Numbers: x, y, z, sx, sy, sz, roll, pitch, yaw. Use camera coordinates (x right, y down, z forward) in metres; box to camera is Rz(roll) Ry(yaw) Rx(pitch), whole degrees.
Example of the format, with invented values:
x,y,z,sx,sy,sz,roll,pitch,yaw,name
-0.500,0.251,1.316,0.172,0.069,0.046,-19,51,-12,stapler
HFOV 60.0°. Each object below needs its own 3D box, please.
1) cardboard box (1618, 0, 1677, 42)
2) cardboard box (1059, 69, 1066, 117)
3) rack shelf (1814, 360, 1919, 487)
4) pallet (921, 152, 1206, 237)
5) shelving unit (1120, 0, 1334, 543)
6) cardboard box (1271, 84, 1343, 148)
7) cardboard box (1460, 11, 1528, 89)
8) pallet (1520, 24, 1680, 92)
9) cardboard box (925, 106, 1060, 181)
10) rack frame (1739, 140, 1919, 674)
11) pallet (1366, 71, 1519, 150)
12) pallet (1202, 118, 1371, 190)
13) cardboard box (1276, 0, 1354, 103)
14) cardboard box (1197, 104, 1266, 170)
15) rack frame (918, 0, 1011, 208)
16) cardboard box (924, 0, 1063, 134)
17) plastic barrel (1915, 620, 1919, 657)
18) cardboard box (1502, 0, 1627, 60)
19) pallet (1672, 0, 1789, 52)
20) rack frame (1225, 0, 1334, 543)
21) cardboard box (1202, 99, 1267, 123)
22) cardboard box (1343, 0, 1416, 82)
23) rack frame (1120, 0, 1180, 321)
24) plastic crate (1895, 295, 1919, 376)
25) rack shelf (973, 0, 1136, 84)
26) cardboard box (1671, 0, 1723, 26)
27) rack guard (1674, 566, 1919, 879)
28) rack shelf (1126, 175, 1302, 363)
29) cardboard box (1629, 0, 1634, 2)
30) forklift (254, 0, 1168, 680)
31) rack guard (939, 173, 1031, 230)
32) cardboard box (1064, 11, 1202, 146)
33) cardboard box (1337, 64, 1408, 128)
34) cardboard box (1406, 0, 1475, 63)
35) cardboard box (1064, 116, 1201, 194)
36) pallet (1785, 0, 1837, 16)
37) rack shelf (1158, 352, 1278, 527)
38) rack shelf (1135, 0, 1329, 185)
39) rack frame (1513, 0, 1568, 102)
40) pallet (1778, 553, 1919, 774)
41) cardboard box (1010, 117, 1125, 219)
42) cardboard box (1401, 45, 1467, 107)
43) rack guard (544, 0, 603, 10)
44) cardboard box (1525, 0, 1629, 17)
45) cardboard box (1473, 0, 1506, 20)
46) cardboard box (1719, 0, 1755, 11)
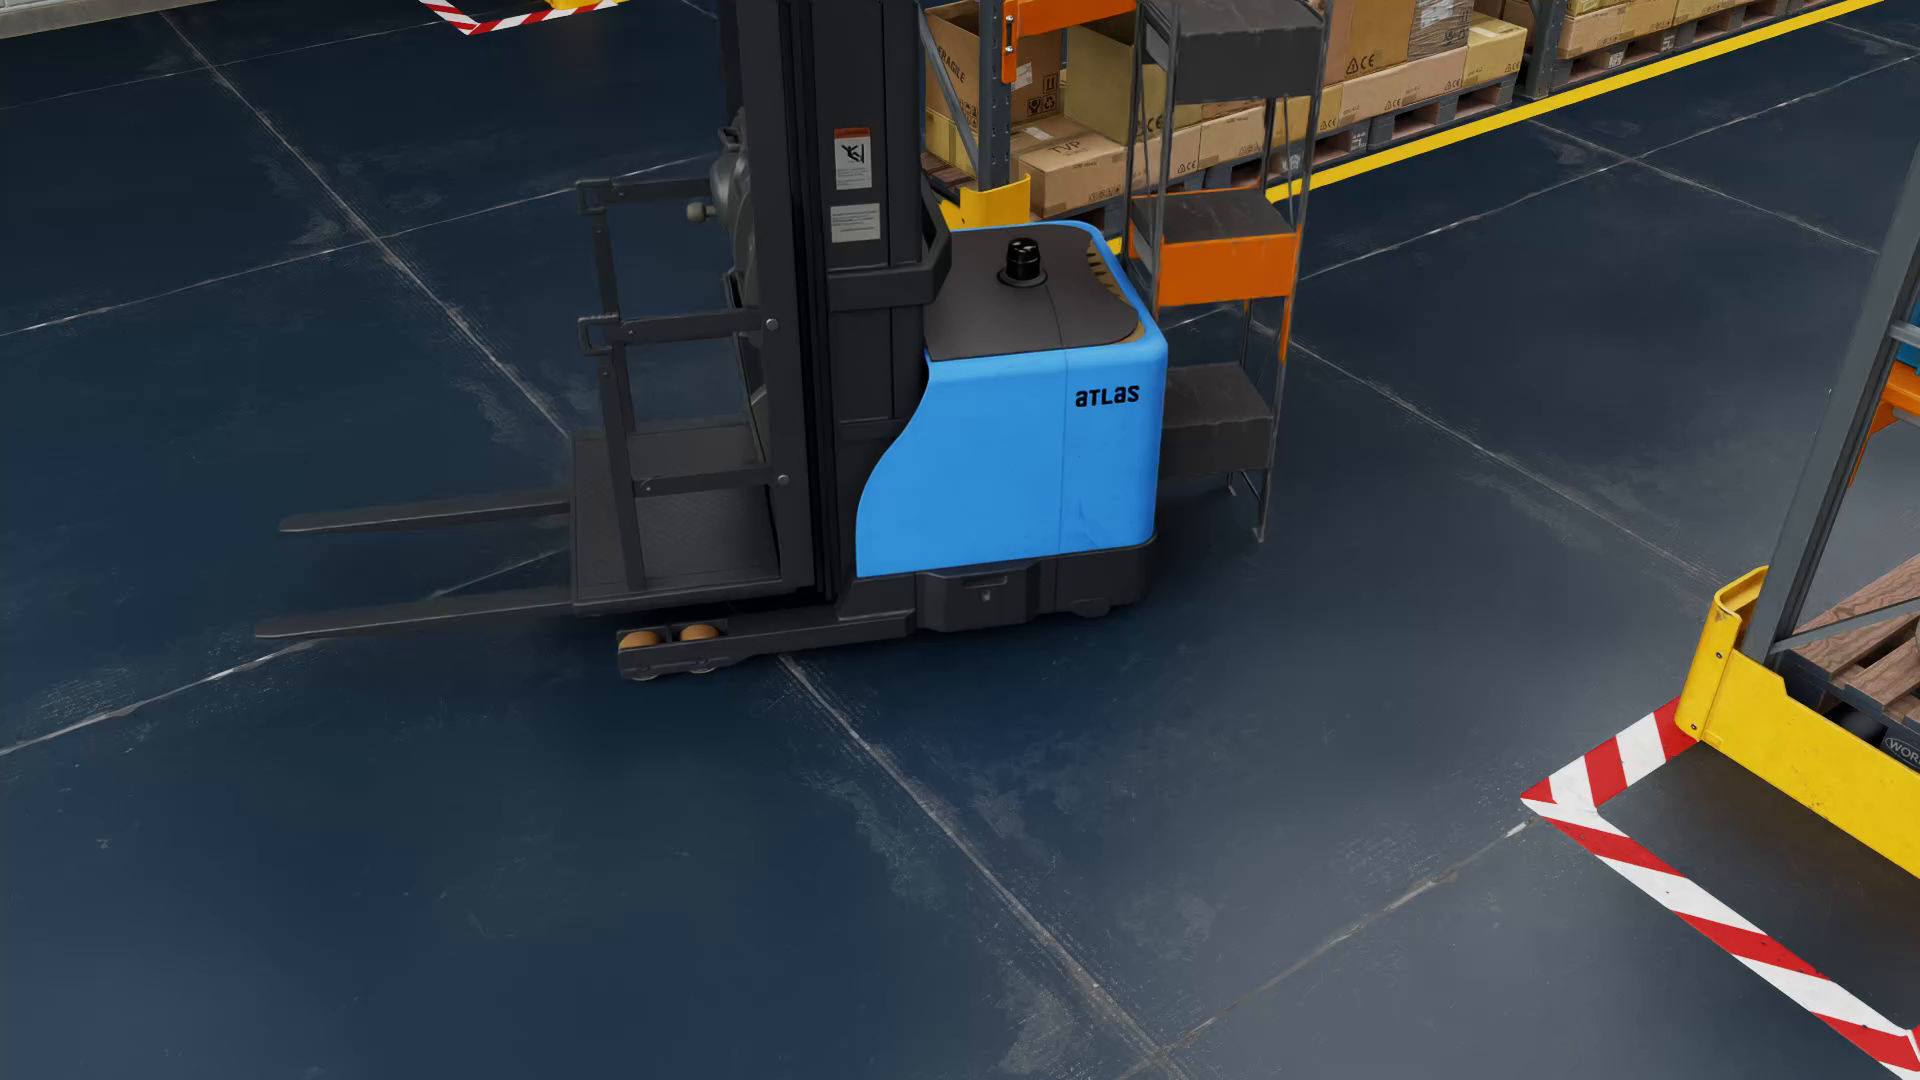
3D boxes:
x,y,z,sx,sy,sz,roll,pitch,yaw,name
4.058,-3.315,10.285,0.500,0.250,0.500,-21,41,-27,cardboard box
0.567,-2.276,8.841,0.500,0.250,0.500,-22,41,-28,cardboard box
4.382,-0.742,5.329,4.000,0.370,1.077,-22,41,-28,rack shelf
0.498,-1.872,8.672,1.213,0.211,1.003,-22,41,-28,pallet
0.852,-0.928,5.742,0.503,2.100,0.431,-6,36,-9,shelving unit
1.691,-2.359,8.956,0.500,0.250,0.500,-22,41,-28,cardboard box
2.914,-2.866,9.661,0.500,0.250,0.500,-22,41,-28,cardboard box
3.747,-3.206,10.527,1.213,0.211,1.003,-22,41,-28,pallet
0.165,-2.102,8.599,0.500,0.250,0.500,-22,41,-28,cardboard box
2.748,-0.361,4.183,0.127,3.000,1.000,-22,41,-28,rack frame
2.493,-2.693,9.813,1.213,0.211,1.003,-22,41,-28,pallet
1.495,-2.280,9.239,1.213,0.211,1.003,-22,41,-28,pallet
1.691,-2.663,8.736,0.500,0.500,0.500,-22,41,-28,cardboard box
1.279,-2.193,8.725,0.500,0.250,0.500,-22,41,-28,cardboard box
-0.103,-2.727,7.472,0.127,3.000,1.000,-22,41,-28,rack frame
0.164,-2.408,8.382,0.500,0.500,0.500,-22,41,-28,cardboard box
3.242,0.220,5.146,0.421,0.512,0.421,0,36,0,plastic barrel
3.639,-3.144,10.047,0.500,0.250,0.500,-23,42,-29,cardboard box
4.745,-3.619,11.101,1.213,0.211,1.003,-22,41,-28,pallet
1.091,-0.955,5.780,0.015,2.100,0.400,-6,36,-9,rack frame
1.273,-2.503,8.514,0.500,0.500,0.500,-22,41,-28,cardboard box
2.092,-2.838,8.980,0.500,0.500,0.500,-22,41,-28,cardboard box
0.612,-0.901,5.704,0.015,2.100,0.400,-6,36,-9,rack frame
2.984,-0.612,4.659,0.616,0.251,0.499,-22,41,-28,plastic crate
1.532,-3.107,8.617,4.000,0.370,1.077,-22,41,-28,rack shelf
4.480,-3.491,10.530,0.500,0.250,0.500,-24,42,-29,cardboard box
2.783,0.605,4.980,0.348,0.500,1.175,-22,41,-28,rack guard
0.852,-0.917,5.750,0.480,0.518,0.431,-6,36,-9,rack shelf
4.060,-3.540,10.118,0.500,0.311,0.500,-23,42,-28,cardboard box
-0.885,-1.054,5.205,3.031,2.935,1.130,-6,36,-9,forklift
-0.122,-1.704,8.191,0.348,0.500,1.175,-22,41,-28,rack guard
0.871,-2.329,8.272,0.500,0.500,0.500,-22,41,-28,cardboard box
2.099,-2.527,9.190,0.500,0.250,0.500,-22,41,-28,cardboard box
2.498,-3.008,9.216,0.500,0.500,0.500,-22,41,-28,cardboard box
0.870,-2.025,8.492,0.500,0.250,0.500,-22,41,-28,cardboard box
5.741,-4.027,11.669,1.213,0.211,1.003,-22,41,-28,pallet
0.852,-0.349,6.159,0.480,0.518,0.431,-6,36,-9,rack shelf
0.852,-1.485,5.341,0.480,0.518,0.431,-6,36,-9,rack shelf
3.167,-4.072,9.343,0.127,3.000,1.000,-22,41,-28,rack frame
3.450,0.452,5.441,1.213,0.211,1.003,-22,41,-28,pallet
0.464,-1.855,8.256,0.500,0.250,0.500,-22,41,-28,cardboard box
2.499,-2.702,9.434,0.500,0.250,0.500,-22,41,-28,cardboard box
-2.897,-4.100,11.523,0.348,0.500,1.175,-22,41,-28,rack guard
3.648,-3.374,9.887,0.500,0.311,0.500,-22,41,-28,cardboard box
3.339,-3.404,10.409,0.500,0.250,0.500,-23,42,-28,cardboard box
4.896,-3.661,10.767,0.500,0.250,0.500,-22,41,-27,cardboard box
